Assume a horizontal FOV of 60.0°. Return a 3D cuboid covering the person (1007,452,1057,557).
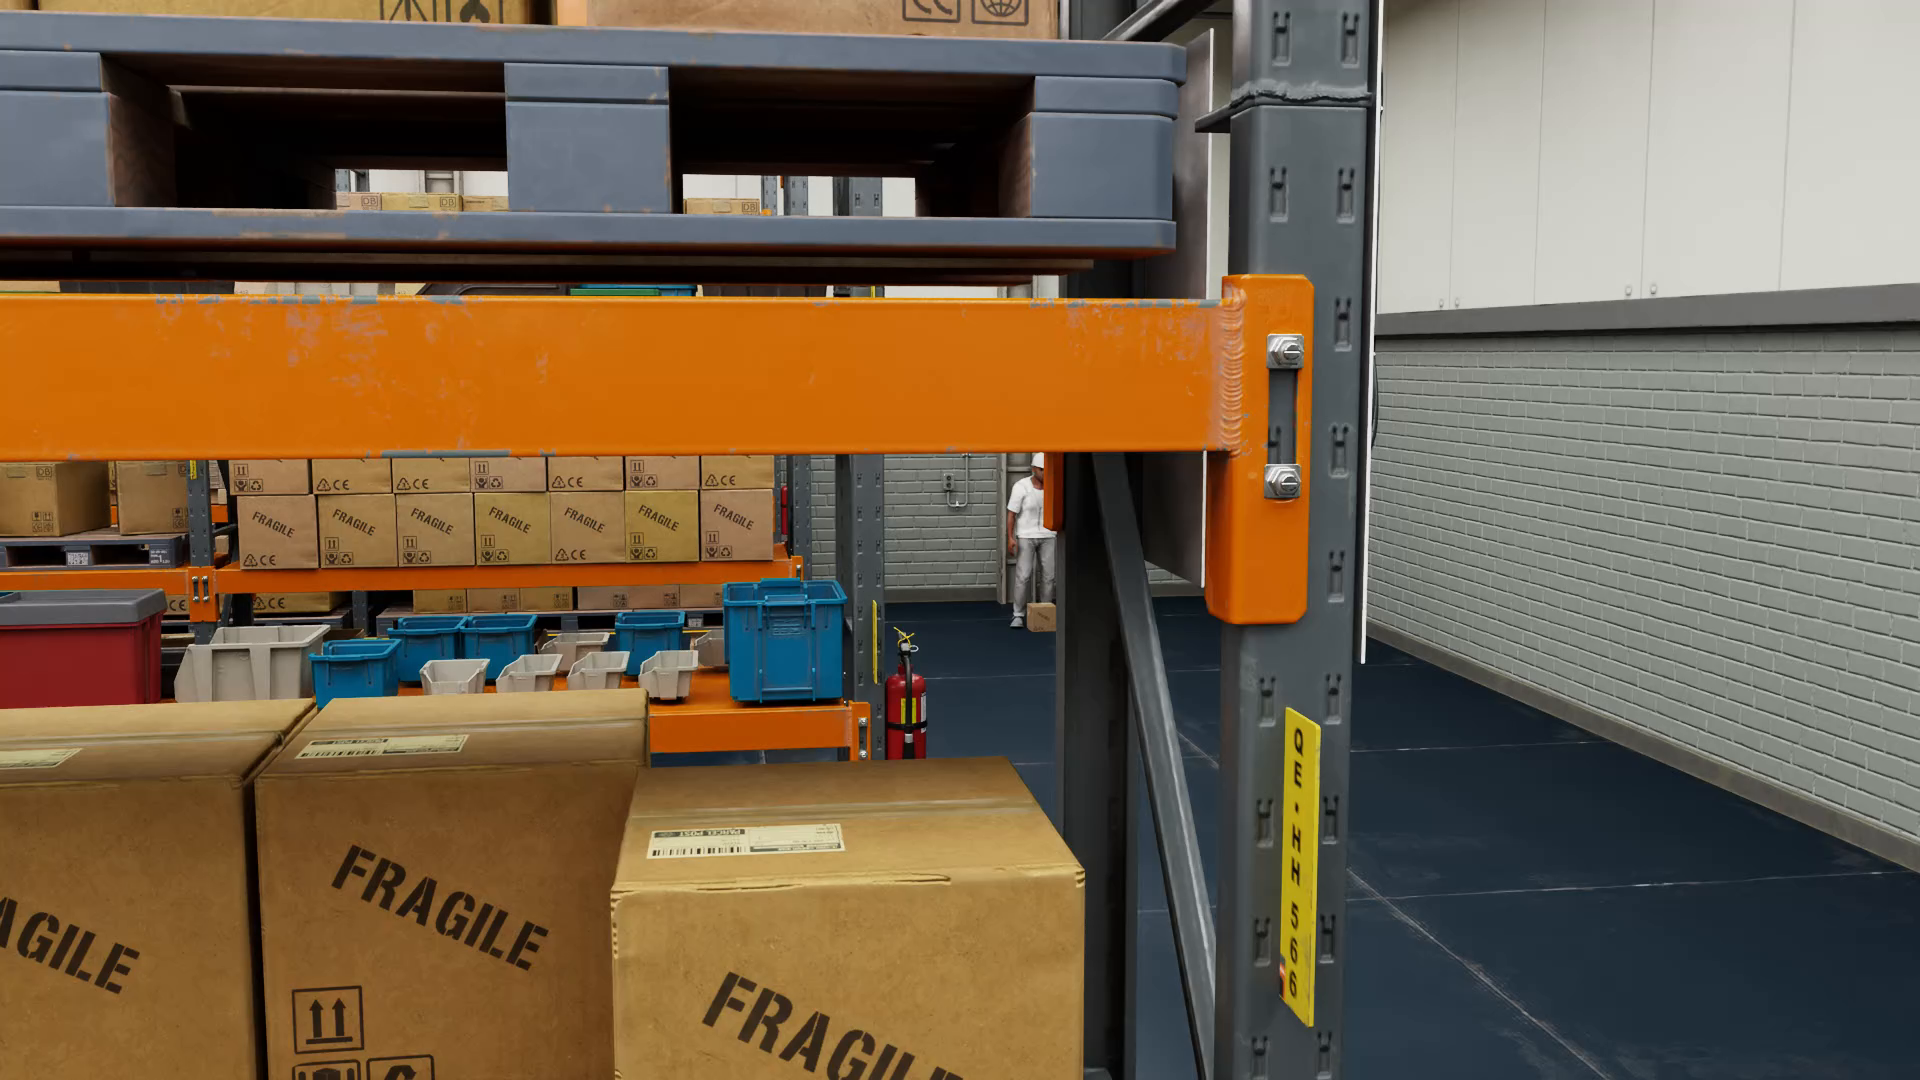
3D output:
[{"bbox_3d":[0.779,-0.352,16.652,0.632,1.062,0.462,-1,7,-12],"label":"person"}]
